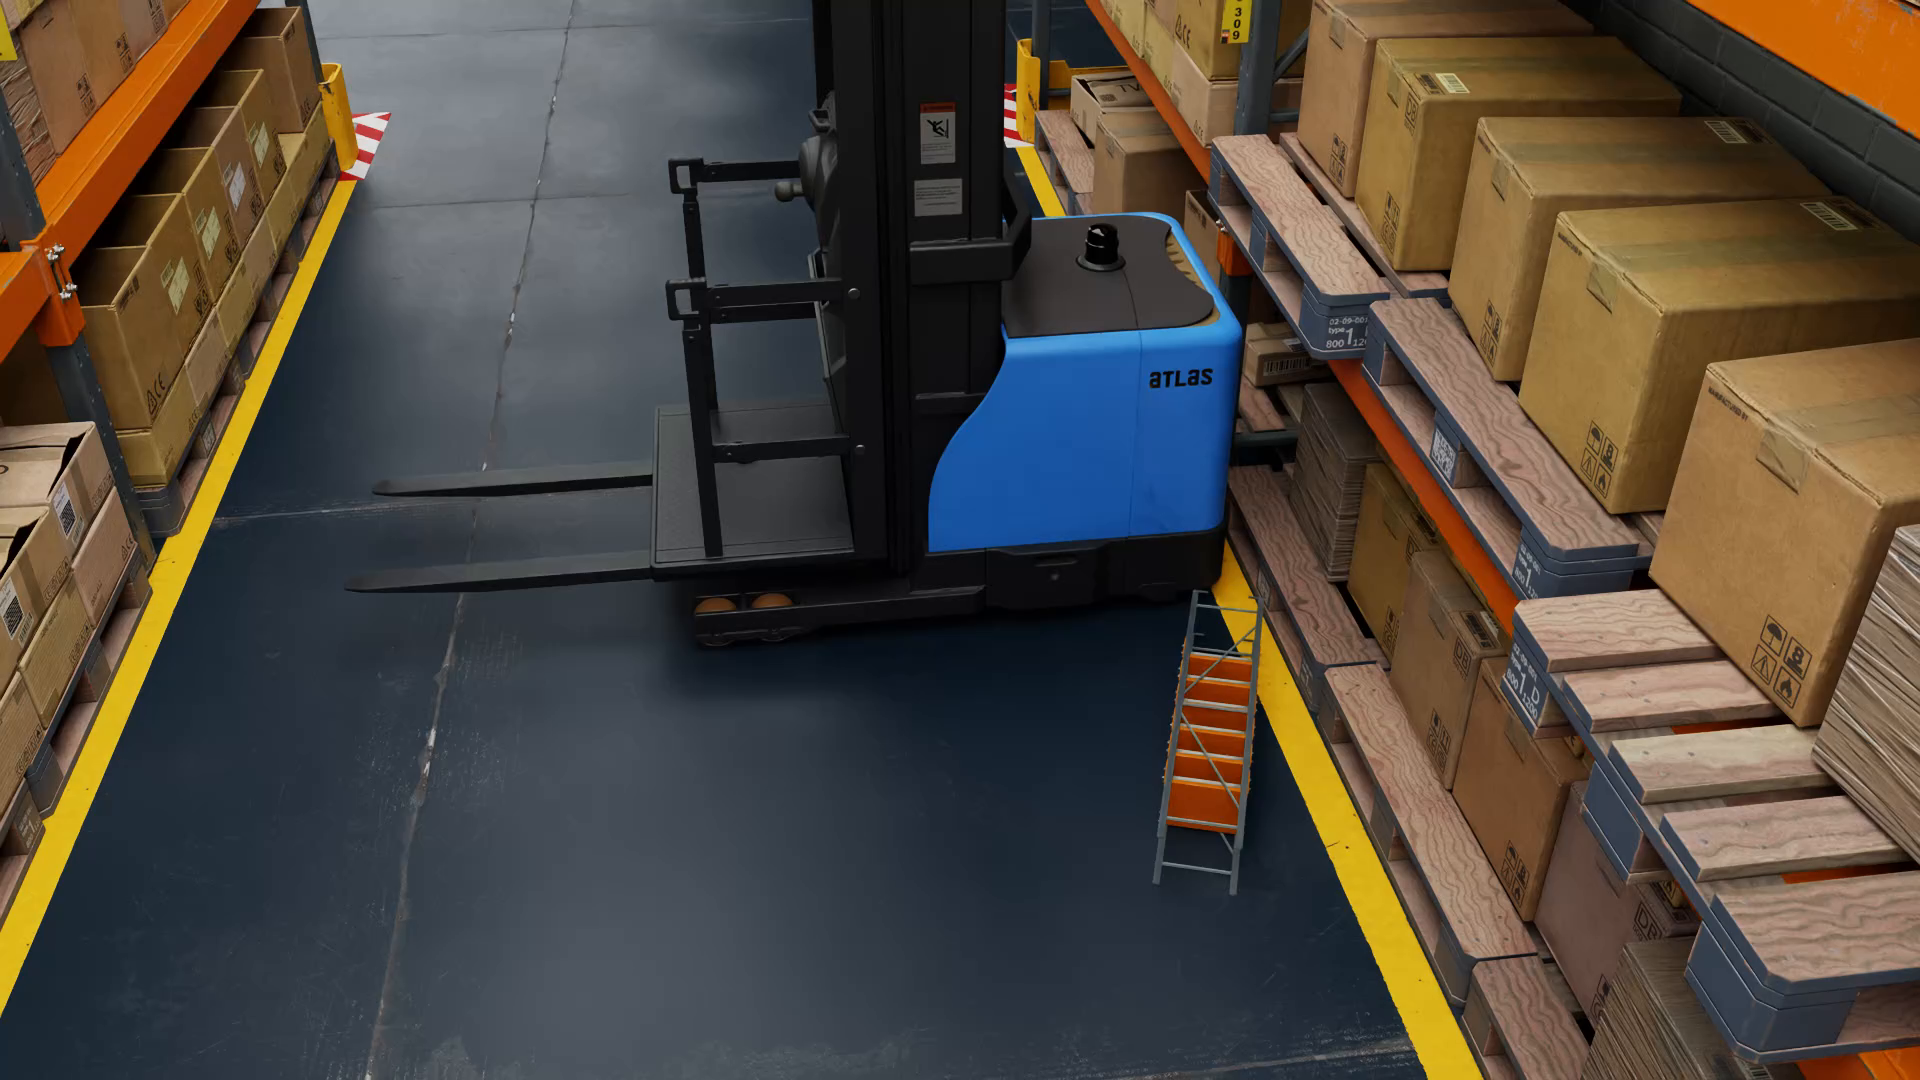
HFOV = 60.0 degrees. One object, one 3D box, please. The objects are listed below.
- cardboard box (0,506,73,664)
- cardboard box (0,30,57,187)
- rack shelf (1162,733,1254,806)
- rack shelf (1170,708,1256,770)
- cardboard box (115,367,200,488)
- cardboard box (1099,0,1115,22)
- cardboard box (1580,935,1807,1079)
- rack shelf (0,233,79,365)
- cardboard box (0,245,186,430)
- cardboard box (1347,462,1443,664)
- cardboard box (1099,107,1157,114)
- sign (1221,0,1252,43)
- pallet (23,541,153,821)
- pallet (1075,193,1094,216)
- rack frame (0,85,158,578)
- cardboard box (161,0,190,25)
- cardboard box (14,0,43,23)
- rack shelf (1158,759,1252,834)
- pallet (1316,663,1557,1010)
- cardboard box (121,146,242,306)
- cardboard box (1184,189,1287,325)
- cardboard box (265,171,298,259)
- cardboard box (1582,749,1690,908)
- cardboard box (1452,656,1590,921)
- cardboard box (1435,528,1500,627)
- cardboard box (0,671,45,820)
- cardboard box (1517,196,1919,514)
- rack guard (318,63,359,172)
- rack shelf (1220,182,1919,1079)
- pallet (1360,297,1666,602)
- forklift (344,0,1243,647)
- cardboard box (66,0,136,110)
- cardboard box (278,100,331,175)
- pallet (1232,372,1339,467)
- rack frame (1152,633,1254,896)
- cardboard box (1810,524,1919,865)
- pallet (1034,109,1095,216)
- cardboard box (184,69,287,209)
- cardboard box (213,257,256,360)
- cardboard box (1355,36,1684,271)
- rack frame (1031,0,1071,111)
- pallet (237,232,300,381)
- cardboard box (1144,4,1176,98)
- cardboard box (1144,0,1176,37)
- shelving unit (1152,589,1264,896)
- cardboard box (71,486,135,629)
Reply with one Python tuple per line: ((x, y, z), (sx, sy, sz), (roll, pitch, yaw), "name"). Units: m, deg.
((-3.040, 0.124, 4.975), (0.500, 0.311, 0.500), (-3, 34, -5), "cardboard box")
((-3.521, -1.389, 5.536), (0.700, 0.500, 0.500), (-5, 35, -8), "cardboard box")
((0.753, 0.702, 5.048), (0.258, 0.180, 0.103), (7, 35, 9), "rack shelf")
((0.776, 0.635, 5.145), (0.258, 0.180, 0.103), (7, 35, 9), "rack shelf")
((-3.217, -0.420, 6.271), (0.500, 0.250, 0.500), (-4, 35, -6), "cardboard box")
((0.879, -2.505, 7.377), (0.500, 0.250, 0.500), (-4, 34, -6), "cardboard box")
((1.843, 1.207, 3.644), (0.700, 0.500, 0.500), (-4, 34, -6), "cardboard box")
((-3.186, 0.312, 3.767), (1.077, 0.370, 4.000), (-4, 35, -6), "rack shelf")
((-3.207, -0.731, 6.061), (0.500, 0.500, 0.500), (-4, 35, -6), "cardboard box")
((1.688, 0.067, 5.317), (0.700, 0.500, 0.500), (-5, 35, -7), "cardboard box")
((0.996, -2.070, 8.621), (0.500, 0.311, 0.500), (-2, 34, -2), "cardboard box")
((0.917, -1.791, 5.445), (0.100, 0.325, 0.005), (-4, 35, -6), "sign")
((-3.317, 0.460, 5.388), (1.003, 0.211, 1.213), (-4, 35, -6), "pallet")
((1.161, -1.380, 8.088), (1.003, 0.211, 1.213), (-4, 35, -6), "pallet")
((-3.455, -1.101, 5.202), (1.000, 3.000, 0.127), (-4, 35, -6), "rack frame")
((-3.806, -2.543, 7.229), (0.700, 0.500, 0.500), (-4, 34, -6), "cardboard box")
((-3.369, -1.859, 5.649), (0.380, 0.149, 0.250), (-5, 35, -8), "cardboard box")
((0.729, 0.769, 4.951), (0.258, 0.180, 0.103), (7, 35, 9), "rack shelf")
((1.727, 0.791, 4.902), (1.003, 0.211, 1.213), (-4, 35, -6), "pallet")
((-3.342, -1.289, 6.880), (0.500, 0.500, 0.500), (-4, 35, -6), "cardboard box")
((1.274, -1.203, 7.181), (0.500, 0.500, 0.500), (-7, 35, -10), "cardboard box")
((-3.480, -1.537, 7.910), (0.500, 0.250, 0.500), (-4, 35, -6), "cardboard box")
((1.828, 0.575, 3.906), (0.500, 0.250, 0.500), (-4, 34, -5), "cardboard box")
((1.794, 0.636, 4.482), (0.700, 0.500, 0.500), (-5, 35, -7), "cardboard box")
((1.705, 0.008, 4.738), (0.500, 0.250, 0.500), (-5, 35, -8), "cardboard box")
((-2.976, 0.639, 4.717), (0.500, 0.250, 0.500), (-4, 34, -5), "cardboard box")
((1.729, -0.424, 3.730), (0.700, 0.500, 0.500), (-4, 35, -6), "cardboard box")
((-3.996, -2.314, 9.201), (1.175, 0.500, 0.348), (-4, 35, -6), "rack guard")
((1.722, -0.065, 4.320), (1.077, 0.370, 4.000), (-4, 35, -6), "rack shelf")
((1.684, -0.268, 4.151), (1.003, 0.211, 1.213), (-4, 35, -6), "pallet")
((-0.624, -1.163, 5.354), (3.031, 2.935, 1.130), (-4, 35, -6), "forklift")
((-3.662, -1.963, 6.379), (0.700, 0.500, 0.500), (-4, 34, -6), "cardboard box")
((-3.628, -2.093, 8.727), (0.500, 0.250, 0.500), (-4, 35, -6), "cardboard box")
((1.328, -0.698, 7.087), (1.003, 0.211, 1.213), (-4, 35, -6), "pallet")
((0.792, 0.669, 5.257), (0.240, 0.006, 1.200), (7, 35, 9), "rack frame")
((1.918, 0.269, 2.712), (0.700, 0.500, 0.500), (-8, 35, -12), "cardboard box")
((1.000, -2.060, 9.085), (1.003, 0.211, 1.213), (-4, 35, -6), "pallet")
((-3.477, -1.847, 7.699), (0.500, 0.500, 0.500), (-4, 35, -6), "cardboard box")
((-3.341, -0.979, 7.091), (0.500, 0.250, 0.500), (-4, 35, -6), "cardboard box")
((1.556, -1.102, 4.724), (0.700, 0.500, 0.500), (-1, 34, -1), "cardboard box")
((0.915, -3.710, 9.031), (1.000, 3.000, 0.127), (-4, 35, -6), "rack frame")
((-3.688, -1.078, 7.644), (1.003, 0.211, 1.213), (-4, 35, -6), "pallet")
((1.030, -1.945, 6.555), (0.500, 0.250, 0.500), (-4, 35, -6), "cardboard box")
((1.010, -2.253, 6.342), (0.500, 0.500, 0.500), (-5, 35, -7), "cardboard box")
((0.791, 0.593, 5.205), (0.258, 0.189, 1.200), (7, 35, 9), "shelving unit")
((-3.112, 0.071, 5.551), (0.500, 0.250, 0.500), (-5, 35, -7), "cardboard box")
